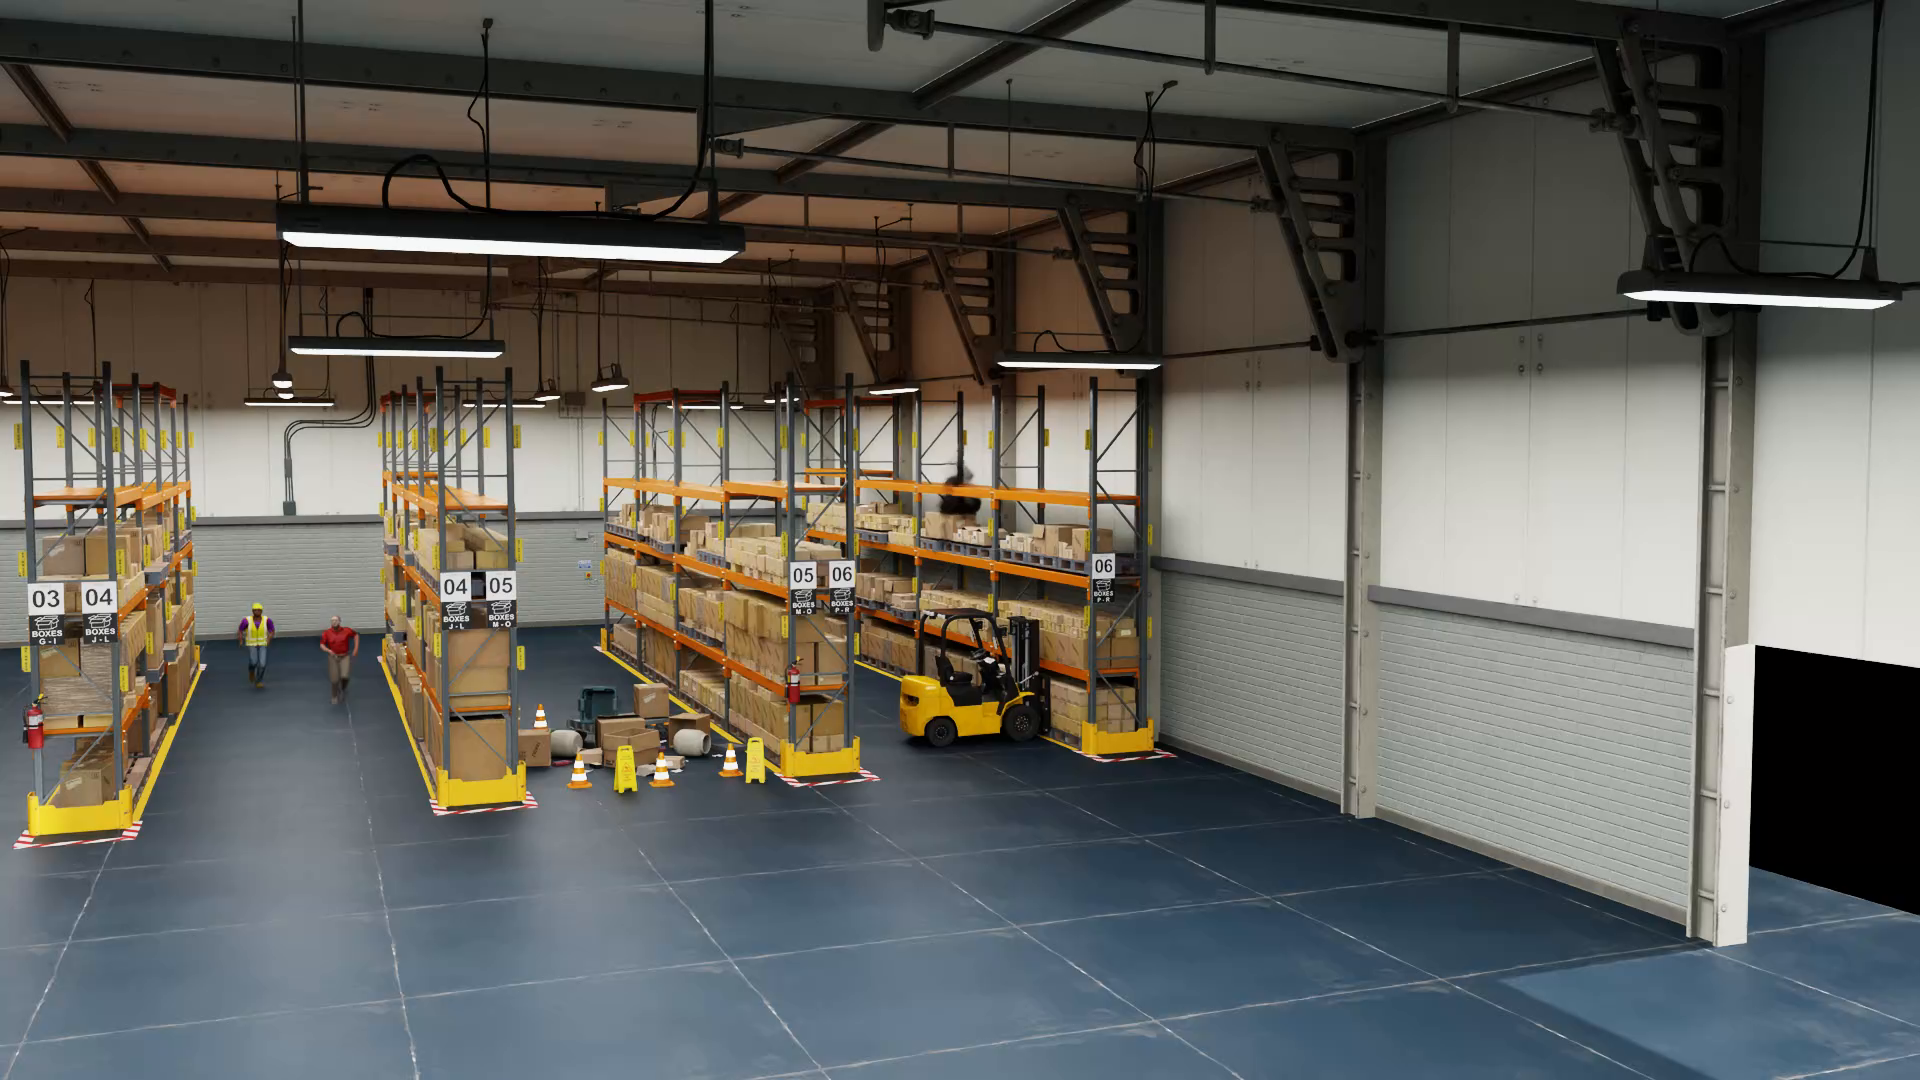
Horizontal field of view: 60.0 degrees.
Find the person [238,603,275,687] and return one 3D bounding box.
[{"bbox_3d":[-14.203,2.128,33.600,0.689,1.711,0.627,-2,4,-27],"label":"person"}]

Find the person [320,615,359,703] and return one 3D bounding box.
[{"bbox_3d":[-11.730,2.264,31.434,0.687,1.677,0.769,-1,4,-17],"label":"person"}]
